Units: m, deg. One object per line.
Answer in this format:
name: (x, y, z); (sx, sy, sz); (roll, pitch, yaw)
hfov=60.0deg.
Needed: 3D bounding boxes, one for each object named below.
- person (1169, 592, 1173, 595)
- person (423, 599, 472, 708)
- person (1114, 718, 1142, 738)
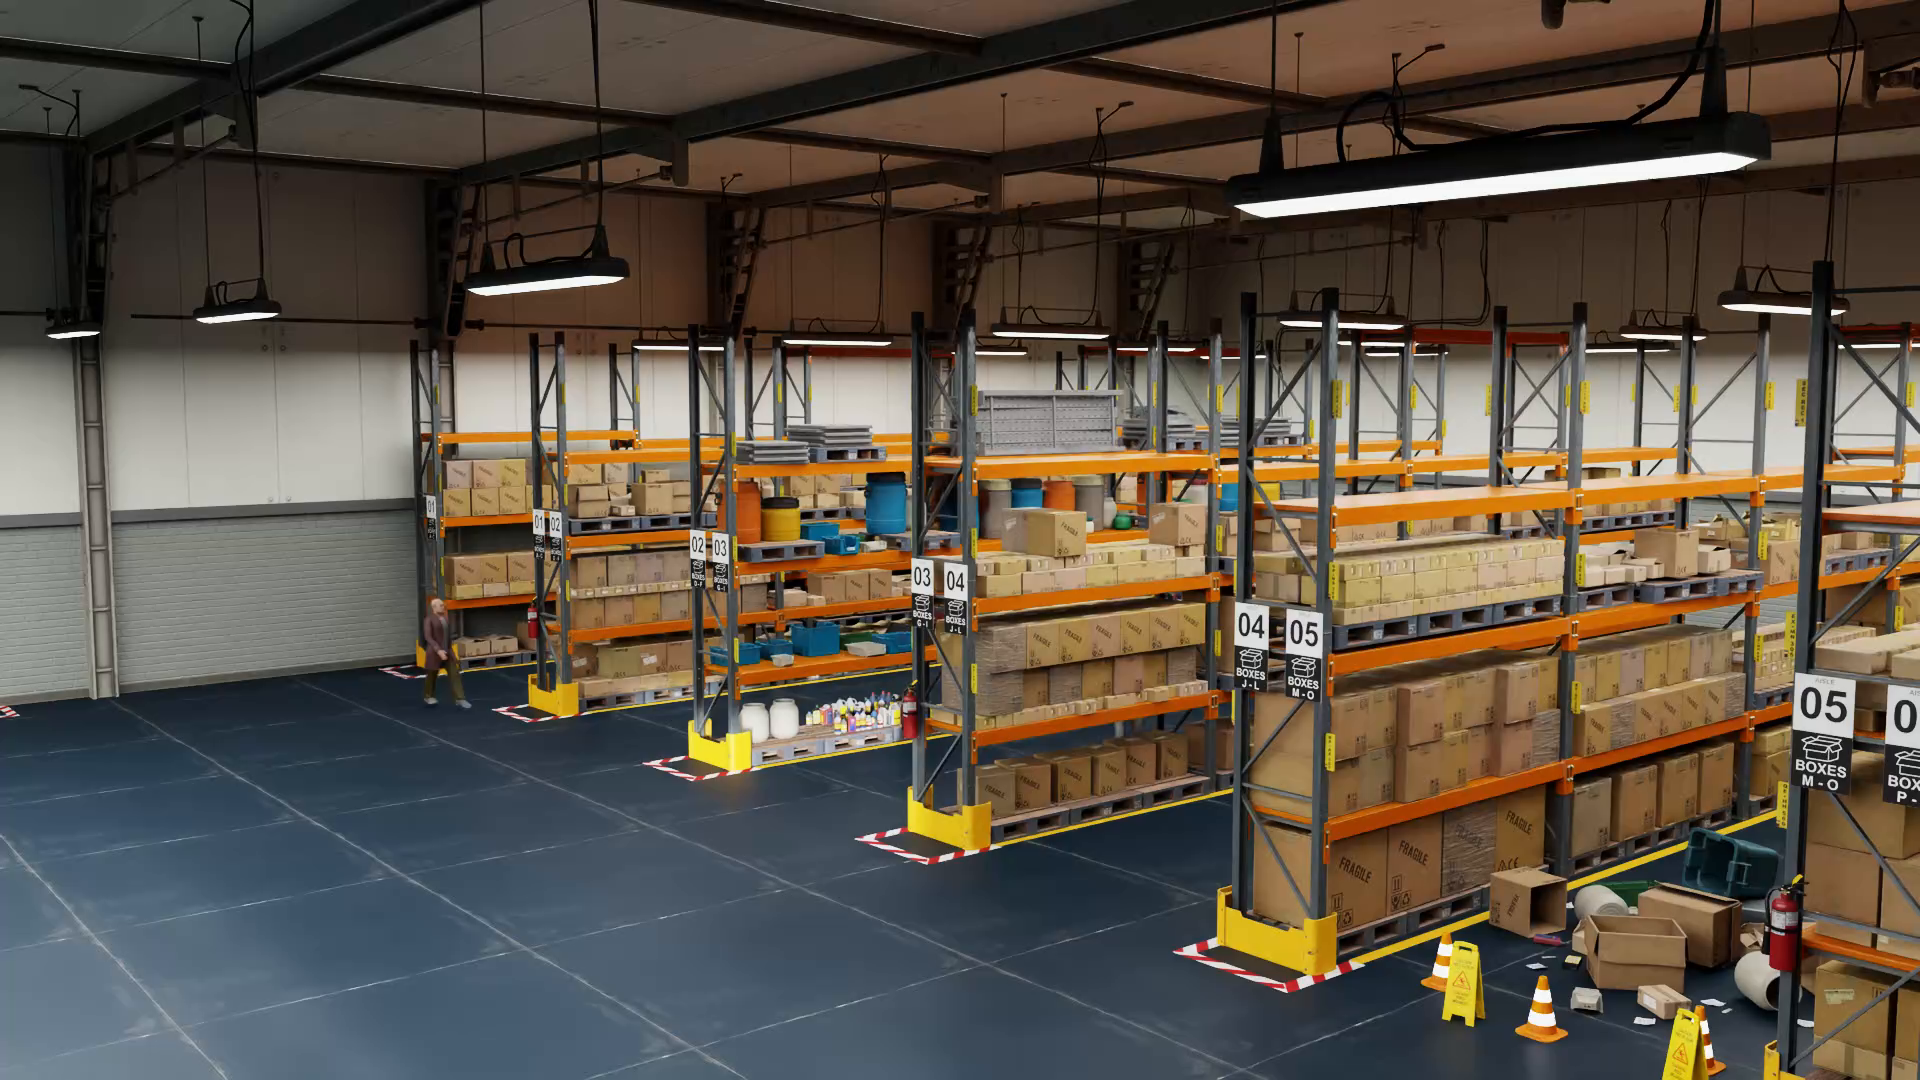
person: (5.000, 0.656, 39.820); (0.483, 1.636, 0.789); (5, 7, 42)
person: (-8.284, 1.806, 26.565); (1.063, 1.731, 0.567); (5, 7, 42)
person: (2.299, 2.181, 23.055); (0.591, 1.828, 0.548); (1, 5, 9)
